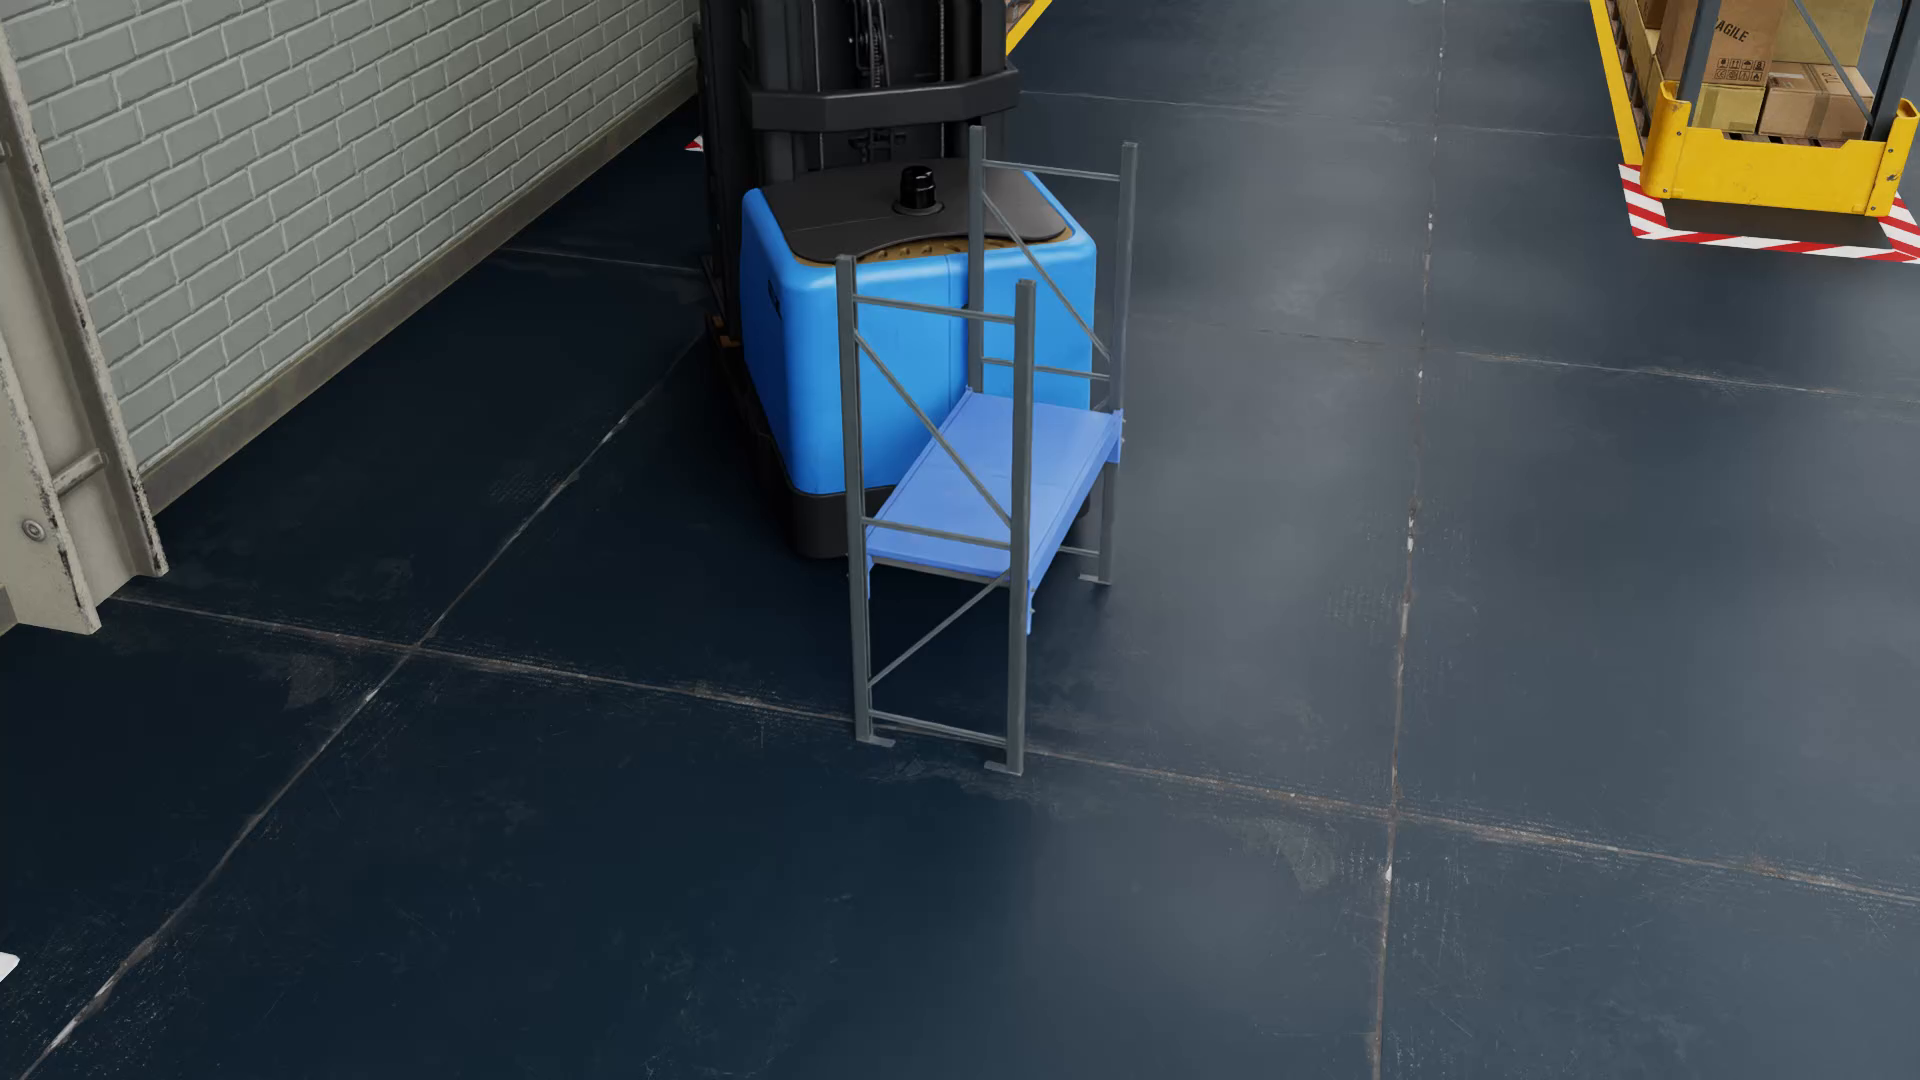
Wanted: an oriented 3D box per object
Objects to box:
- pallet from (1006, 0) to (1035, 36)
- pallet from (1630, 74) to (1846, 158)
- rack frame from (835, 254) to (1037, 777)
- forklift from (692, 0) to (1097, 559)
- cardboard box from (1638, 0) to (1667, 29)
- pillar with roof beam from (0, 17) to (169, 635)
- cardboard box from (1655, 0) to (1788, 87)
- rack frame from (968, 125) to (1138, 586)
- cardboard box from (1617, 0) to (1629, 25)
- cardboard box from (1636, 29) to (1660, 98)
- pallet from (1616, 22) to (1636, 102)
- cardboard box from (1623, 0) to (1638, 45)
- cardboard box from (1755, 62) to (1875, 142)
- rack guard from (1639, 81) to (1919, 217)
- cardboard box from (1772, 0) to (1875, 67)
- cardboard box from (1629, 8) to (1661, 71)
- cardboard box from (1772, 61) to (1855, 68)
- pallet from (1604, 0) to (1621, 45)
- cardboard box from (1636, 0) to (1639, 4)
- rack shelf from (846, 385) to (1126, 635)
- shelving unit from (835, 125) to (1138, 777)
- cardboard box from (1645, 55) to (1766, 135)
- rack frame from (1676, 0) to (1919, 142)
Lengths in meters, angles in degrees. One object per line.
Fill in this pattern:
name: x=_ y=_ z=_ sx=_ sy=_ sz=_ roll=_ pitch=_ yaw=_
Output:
pallet: x=-0.104 y=-3.632 z=11.266 sx=1.003 sy=0.211 sz=1.213 roll=8 pitch=33 yaw=12
pallet: x=4.271 y=-2.274 z=9.131 sx=1.003 sy=0.211 sz=1.213 roll=8 pitch=33 yaw=12
rack frame: x=-0.061 y=-0.013 z=4.373 sx=0.500 sy=1.500 sz=0.032 roll=10 pitch=34 yaw=16
forklift: x=-0.438 y=-1.959 z=6.099 sx=1.130 sy=2.935 sz=3.031 roll=-9 pitch=33 yaw=-13
cardboard box: x=4.205 y=-3.222 z=9.494 sx=0.500 sy=0.500 sz=0.500 roll=8 pitch=33 yaw=12
pillar with roof beam: x=1.307 y=-3.034 z=2.135 sx=9.100 sy=9.000 sz=0.400 roll=8 pitch=33 yaw=12
cardboard box: x=3.965 y=-2.701 z=8.675 sx=0.500 sy=0.500 sz=0.500 roll=8 pitch=33 yaw=12
rack frame: x=0.266 y=-0.530 z=5.186 sx=0.500 sy=1.500 sz=0.032 roll=10 pitch=34 yaw=16
cardboard box: x=4.458 y=-3.424 z=10.512 sx=0.500 sy=0.250 sz=0.500 roll=8 pitch=33 yaw=12
cardboard box: x=4.083 y=-2.645 z=9.286 sx=0.500 sy=0.250 sz=0.500 roll=8 pitch=33 yaw=12
pallet: x=4.582 y=-2.905 z=10.123 sx=1.003 sy=0.211 sz=1.213 roll=8 pitch=33 yaw=12
cardboard box: x=4.337 y=-3.164 z=10.102 sx=0.500 sy=0.250 sz=0.500 roll=8 pitch=33 yaw=12
cardboard box: x=4.468 y=-2.313 z=8.764 sx=0.500 sy=0.250 sz=0.500 roll=8 pitch=33 yaw=12
rack guard: x=4.111 y=-1.981 z=8.400 sx=1.175 sy=0.500 sz=0.348 roll=8 pitch=33 yaw=12
cardboard box: x=4.593 y=-2.890 z=8.972 sx=0.500 sy=0.500 sz=0.500 roll=8 pitch=33 yaw=12
cardboard box: x=4.208 y=-2.905 z=9.695 sx=0.500 sy=0.250 sz=0.500 roll=8 pitch=33 yaw=12
cardboard box: x=4.592 y=-2.573 z=9.173 sx=0.500 sy=0.250 sz=0.500 roll=8 pitch=33 yaw=12
pallet: x=4.890 y=-3.541 z=11.122 sx=1.003 sy=0.211 sz=1.213 roll=8 pitch=33 yaw=12
cardboard box: x=4.333 y=-3.481 z=9.902 sx=0.500 sy=0.500 sz=0.500 roll=8 pitch=33 yaw=12
rack shelf: x=0.103 y=-0.120 z=4.876 sx=0.538 sy=0.185 sz=1.000 roll=10 pitch=34 yaw=16
shelving unit: x=0.103 y=-0.272 z=4.779 sx=0.538 sy=1.500 sz=1.048 roll=10 pitch=34 yaw=16
cardboard box: x=3.967 y=-2.384 z=8.875 sx=0.500 sy=0.250 sz=0.500 roll=8 pitch=33 yaw=12
rack frame: x=4.117 y=-3.048 z=7.749 sx=1.000 sy=3.000 sz=0.127 roll=8 pitch=33 yaw=12
